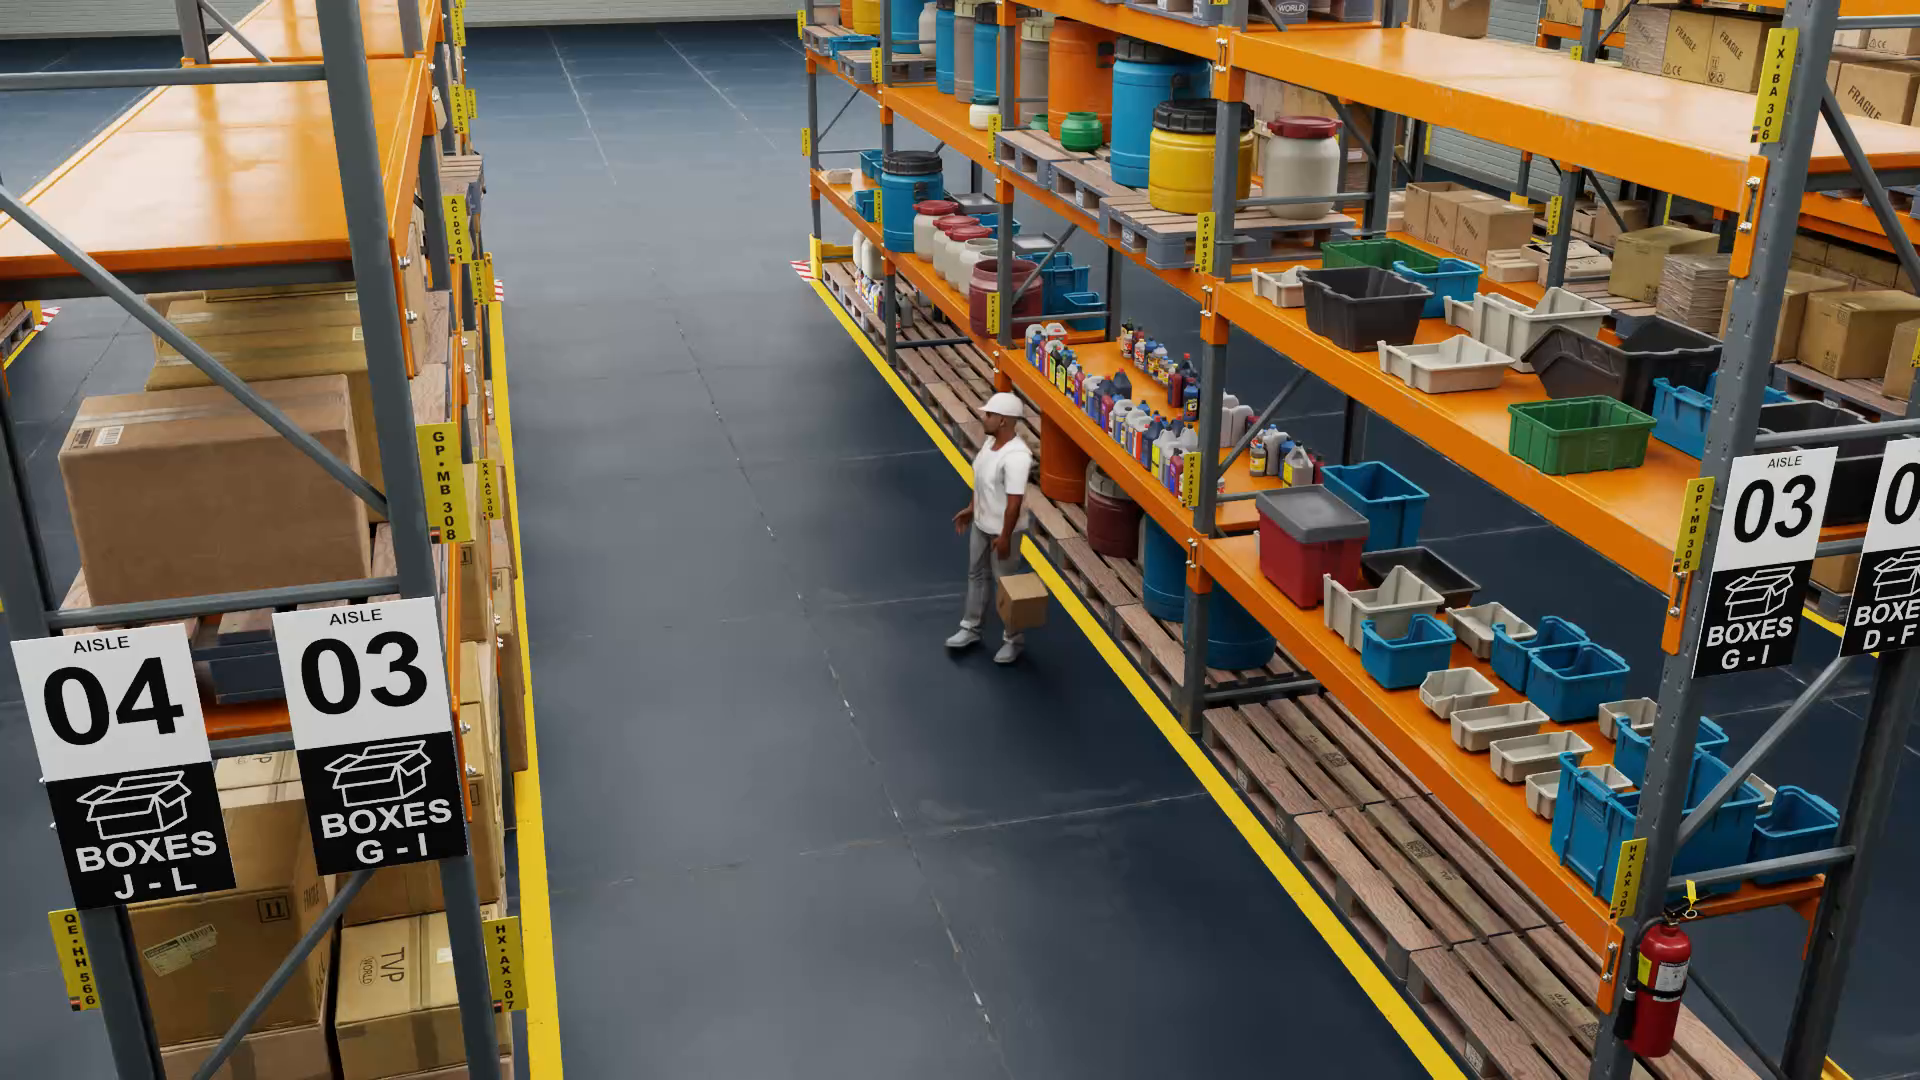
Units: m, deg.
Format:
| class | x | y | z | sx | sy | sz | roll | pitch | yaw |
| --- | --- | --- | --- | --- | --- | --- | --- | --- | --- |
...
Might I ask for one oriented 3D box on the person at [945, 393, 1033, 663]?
| class | x | y | z | sx | sy | sz | roll | pitch | yaw |
| --- | --- | --- | --- | --- | --- | --- | --- | --- | --- |
| person | 0.186 | -0.076 | 10.757 | 0.550 | 1.768 | 0.575 | -10 | 25 | -22 |
